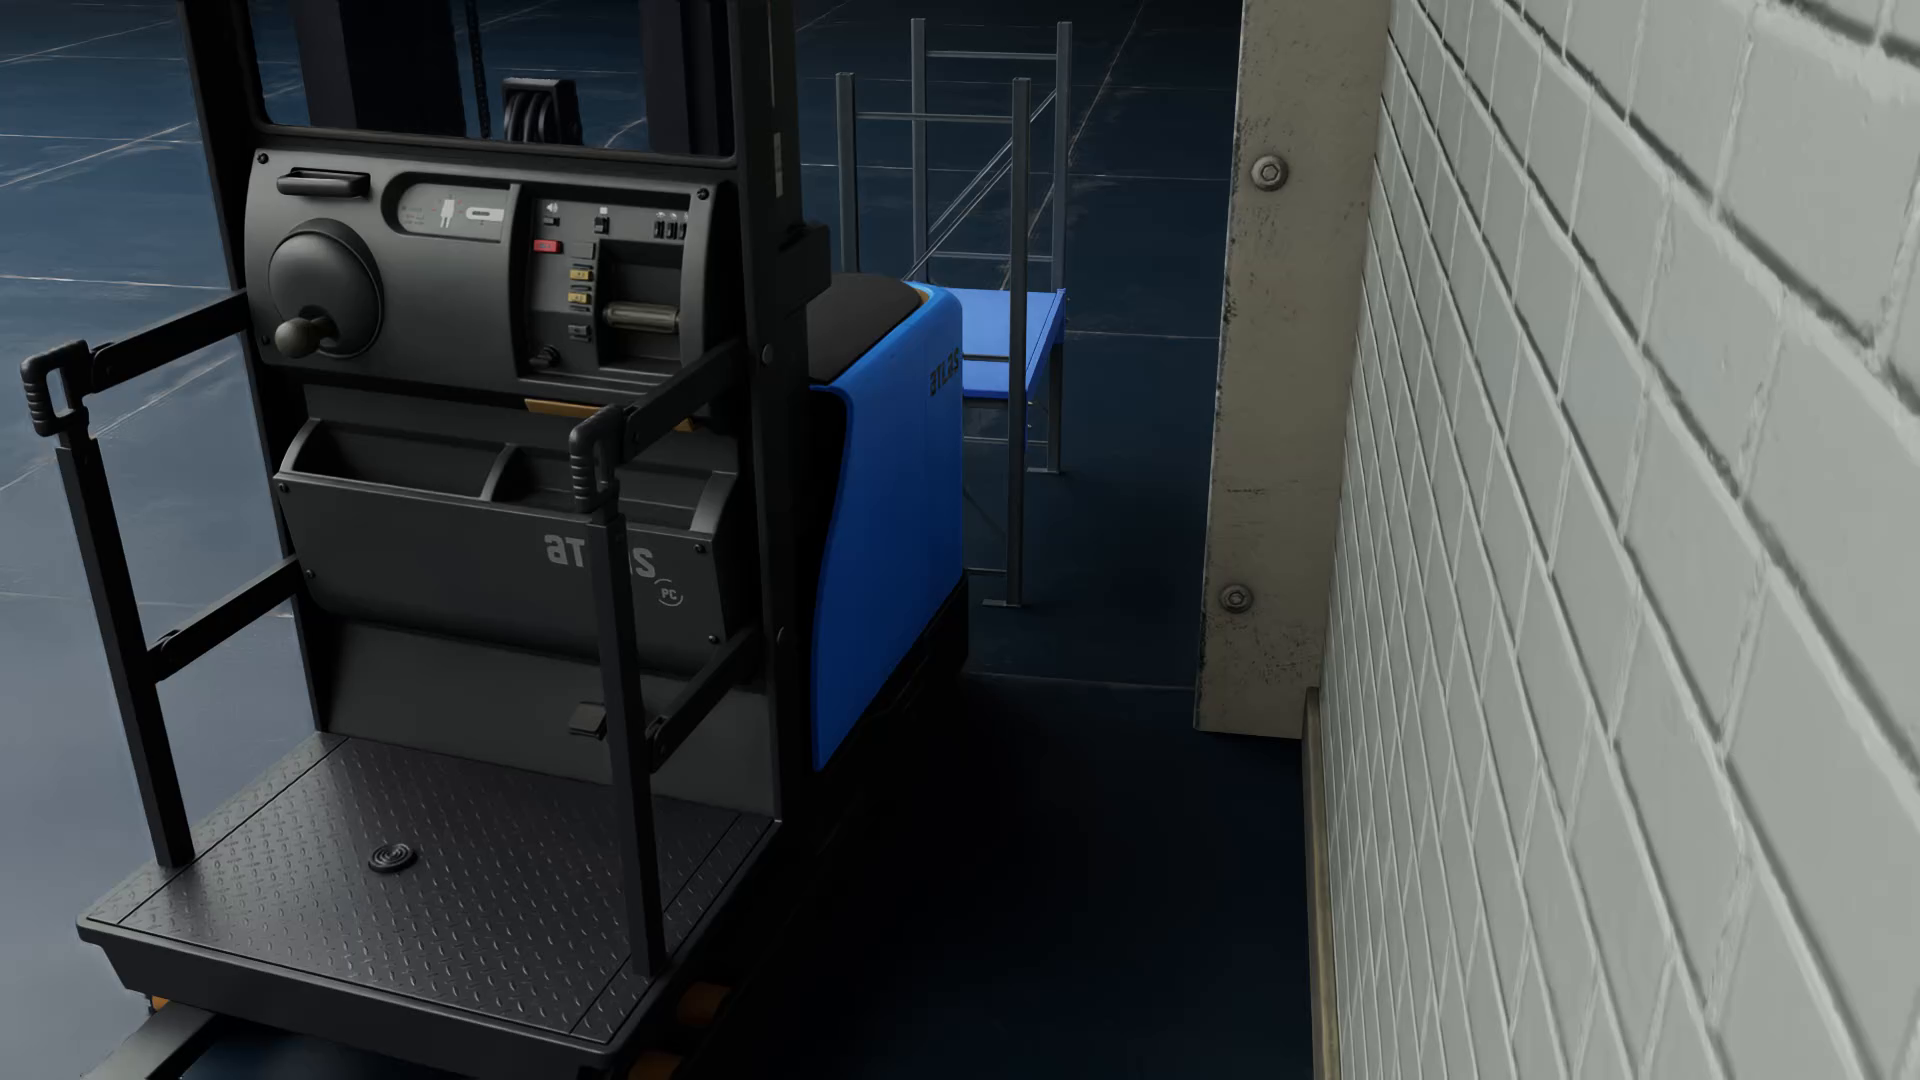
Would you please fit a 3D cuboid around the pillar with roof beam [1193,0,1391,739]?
[{"bbox_3d":[-3.471,-3.965,3.106,9.100,9.000,0.400,4,25,9],"label":"pillar with roof beam"}]

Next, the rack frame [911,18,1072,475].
[{"bbox_3d":[0.097,-0.928,5.462,0.500,1.500,0.032,4,25,9],"label":"rack frame"}]

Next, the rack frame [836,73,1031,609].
[{"bbox_3d":[-0.069,-0.502,4.554,0.500,1.500,0.032,4,25,9],"label":"rack frame"}]

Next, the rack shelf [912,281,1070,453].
[{"bbox_3d":[0.014,-0.552,5.085,0.538,0.185,1.000,4,25,9],"label":"rack shelf"}]

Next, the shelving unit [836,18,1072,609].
[{"bbox_3d":[0.014,-0.715,5.008,0.538,1.500,1.048,4,25,9],"label":"shelving unit"}]

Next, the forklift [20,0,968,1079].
[{"bbox_3d":[-0.919,-0.444,2.742,1.130,2.935,3.031,8,26,16],"label":"forklift"}]
